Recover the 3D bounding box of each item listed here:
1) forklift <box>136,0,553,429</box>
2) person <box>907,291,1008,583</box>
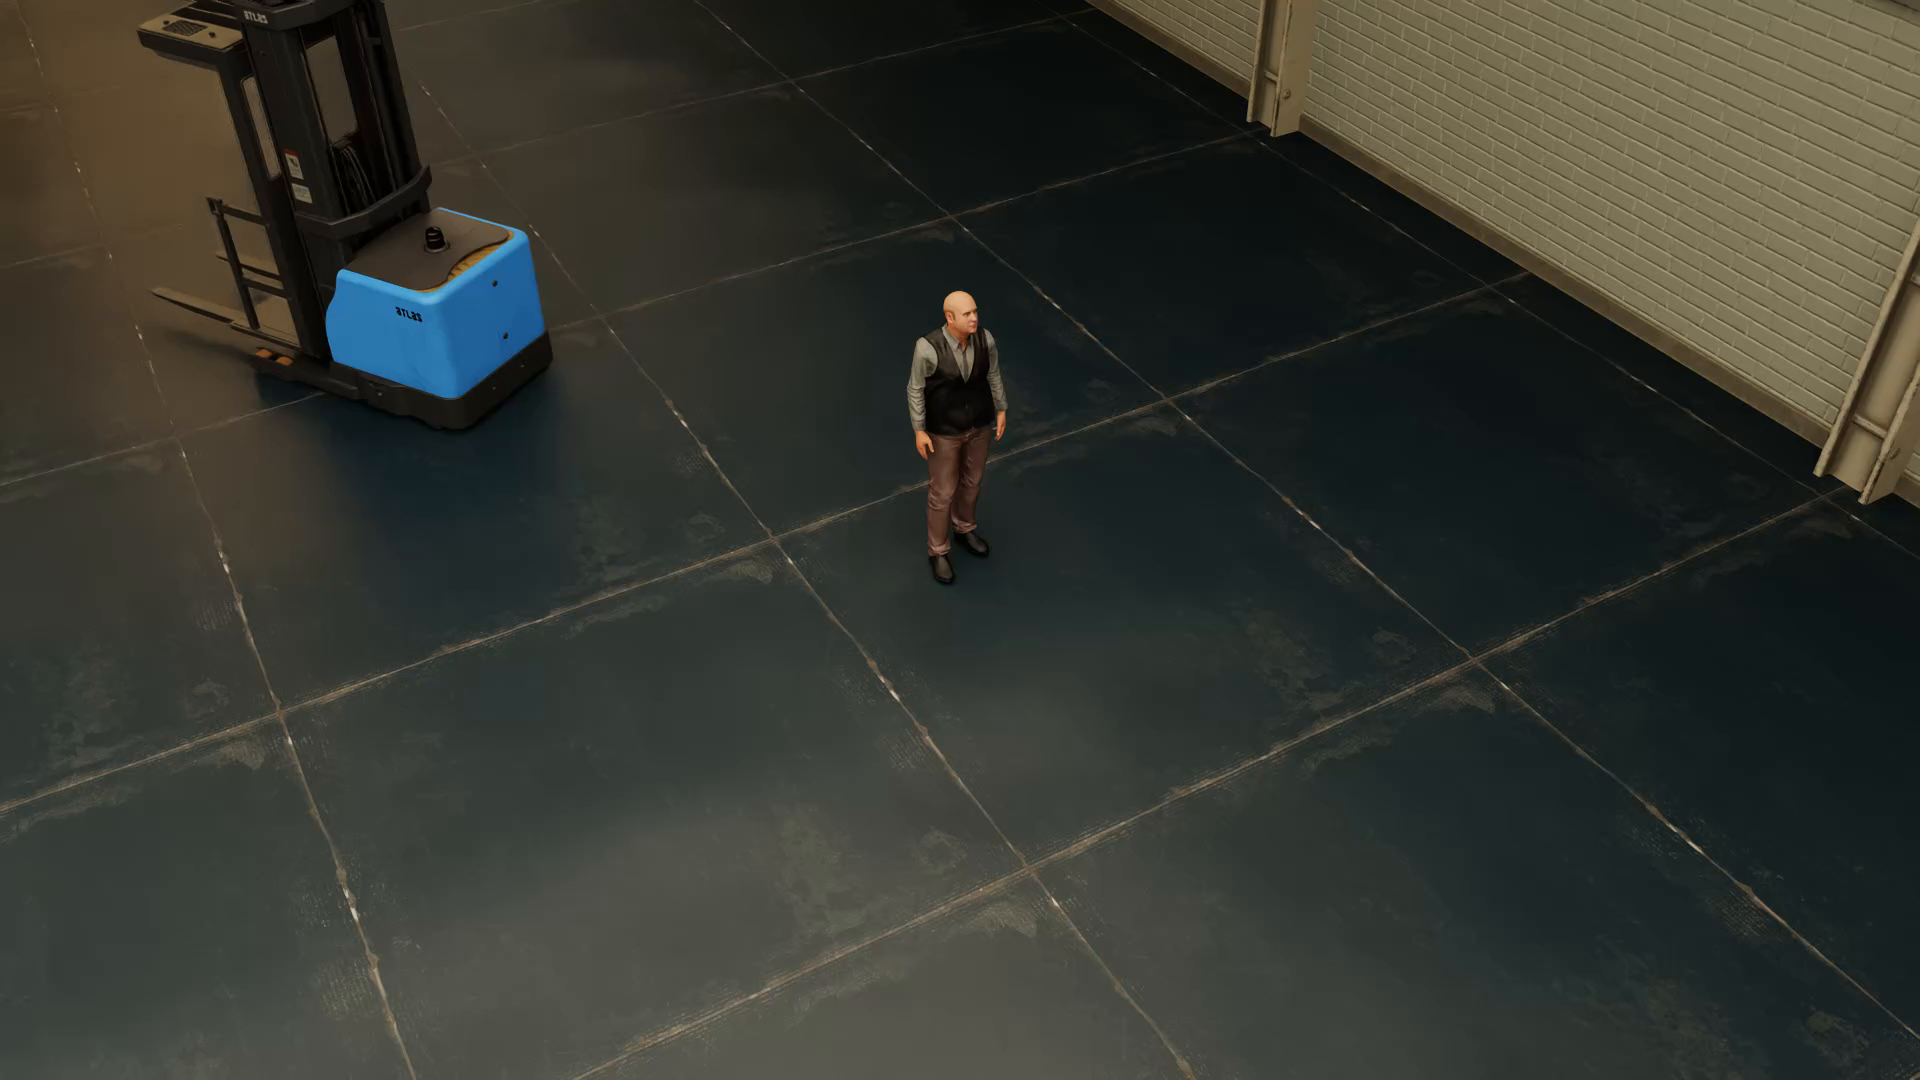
[{"bbox_3d":[-4.430,-2.528,11.084,3.031,2.935,1.130,18,43,21],"label":"forklift"},{"bbox_3d":[0.024,-0.632,9.733,0.632,1.720,0.568,-20,44,-23],"label":"person"}]
